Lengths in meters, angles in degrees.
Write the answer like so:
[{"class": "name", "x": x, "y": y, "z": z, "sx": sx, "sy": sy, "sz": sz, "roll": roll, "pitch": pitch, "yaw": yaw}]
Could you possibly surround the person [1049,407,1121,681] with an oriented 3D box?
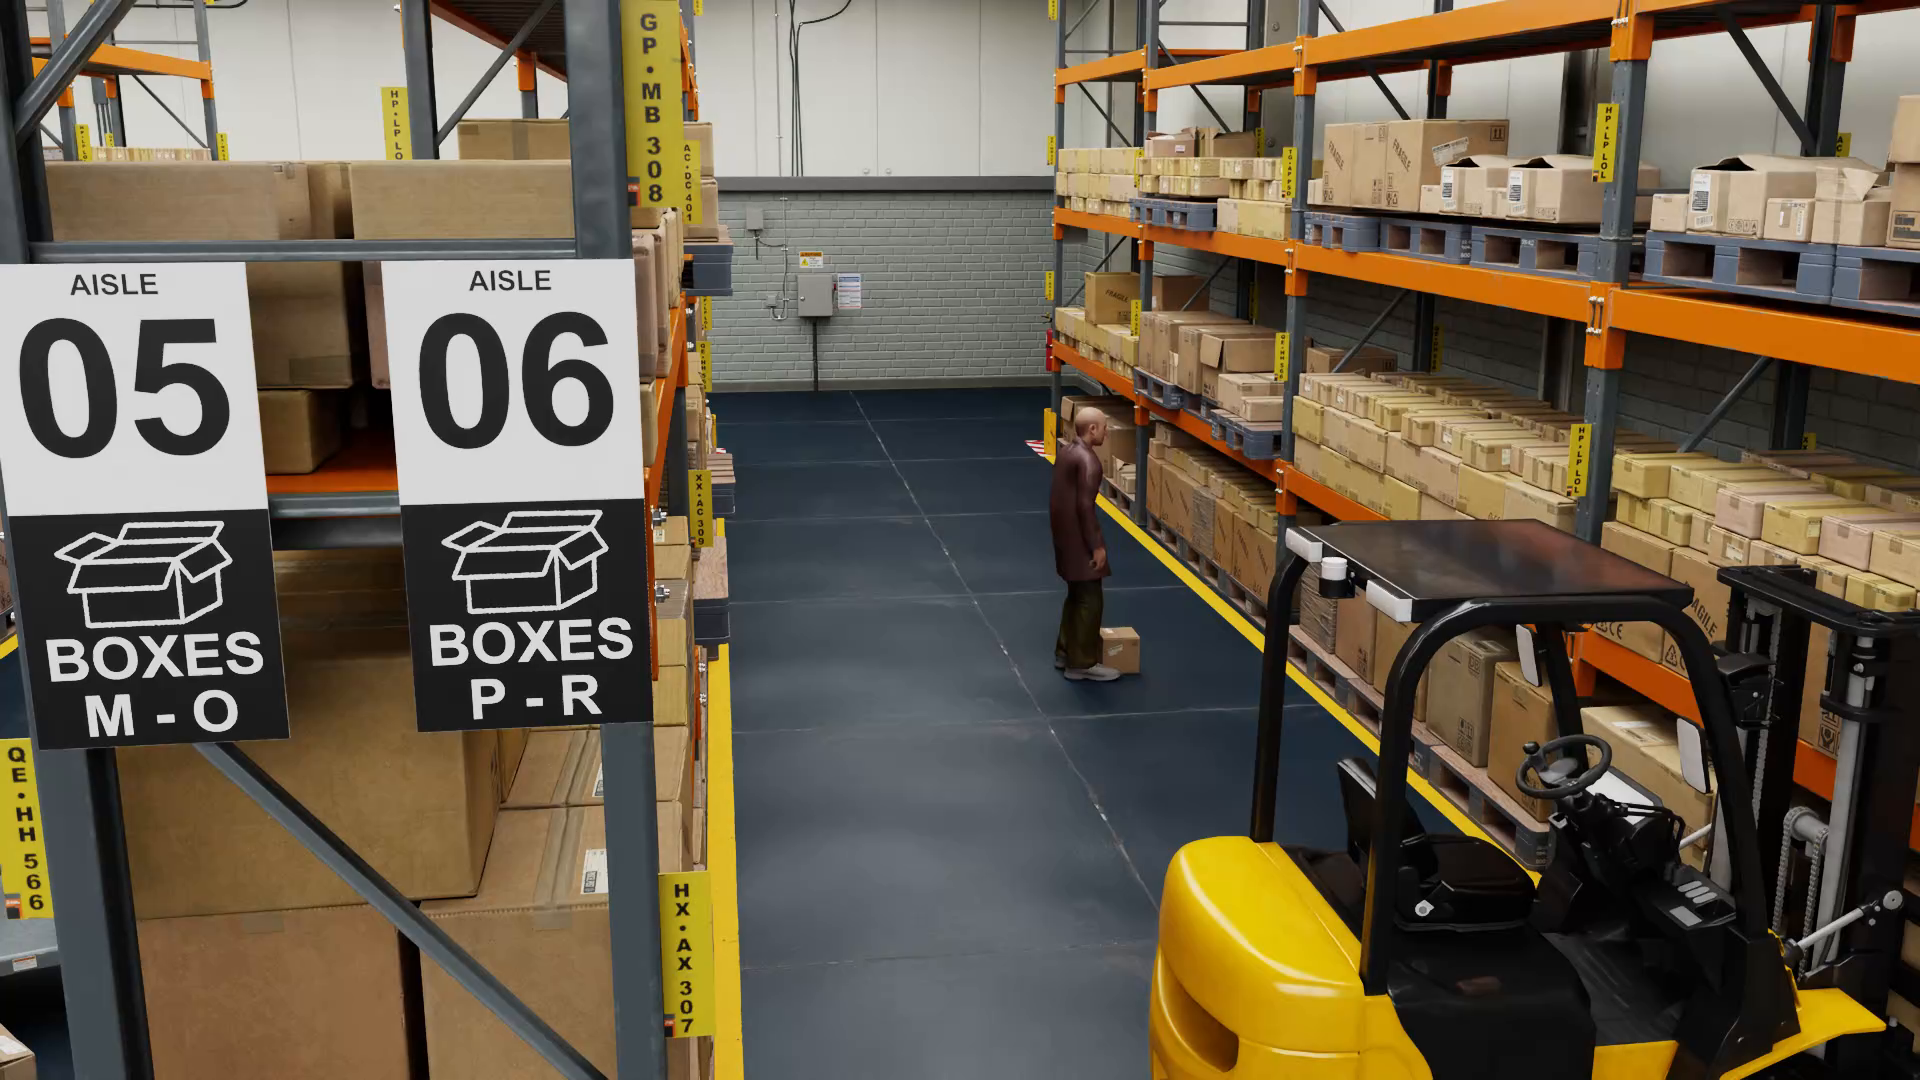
[{"class": "person", "x": 0.809, "y": 0.009, "z": 10.979, "sx": 0.429, "sy": 1.772, "sz": 0.647, "roll": -3, "pitch": 13, "yaw": -12}]
